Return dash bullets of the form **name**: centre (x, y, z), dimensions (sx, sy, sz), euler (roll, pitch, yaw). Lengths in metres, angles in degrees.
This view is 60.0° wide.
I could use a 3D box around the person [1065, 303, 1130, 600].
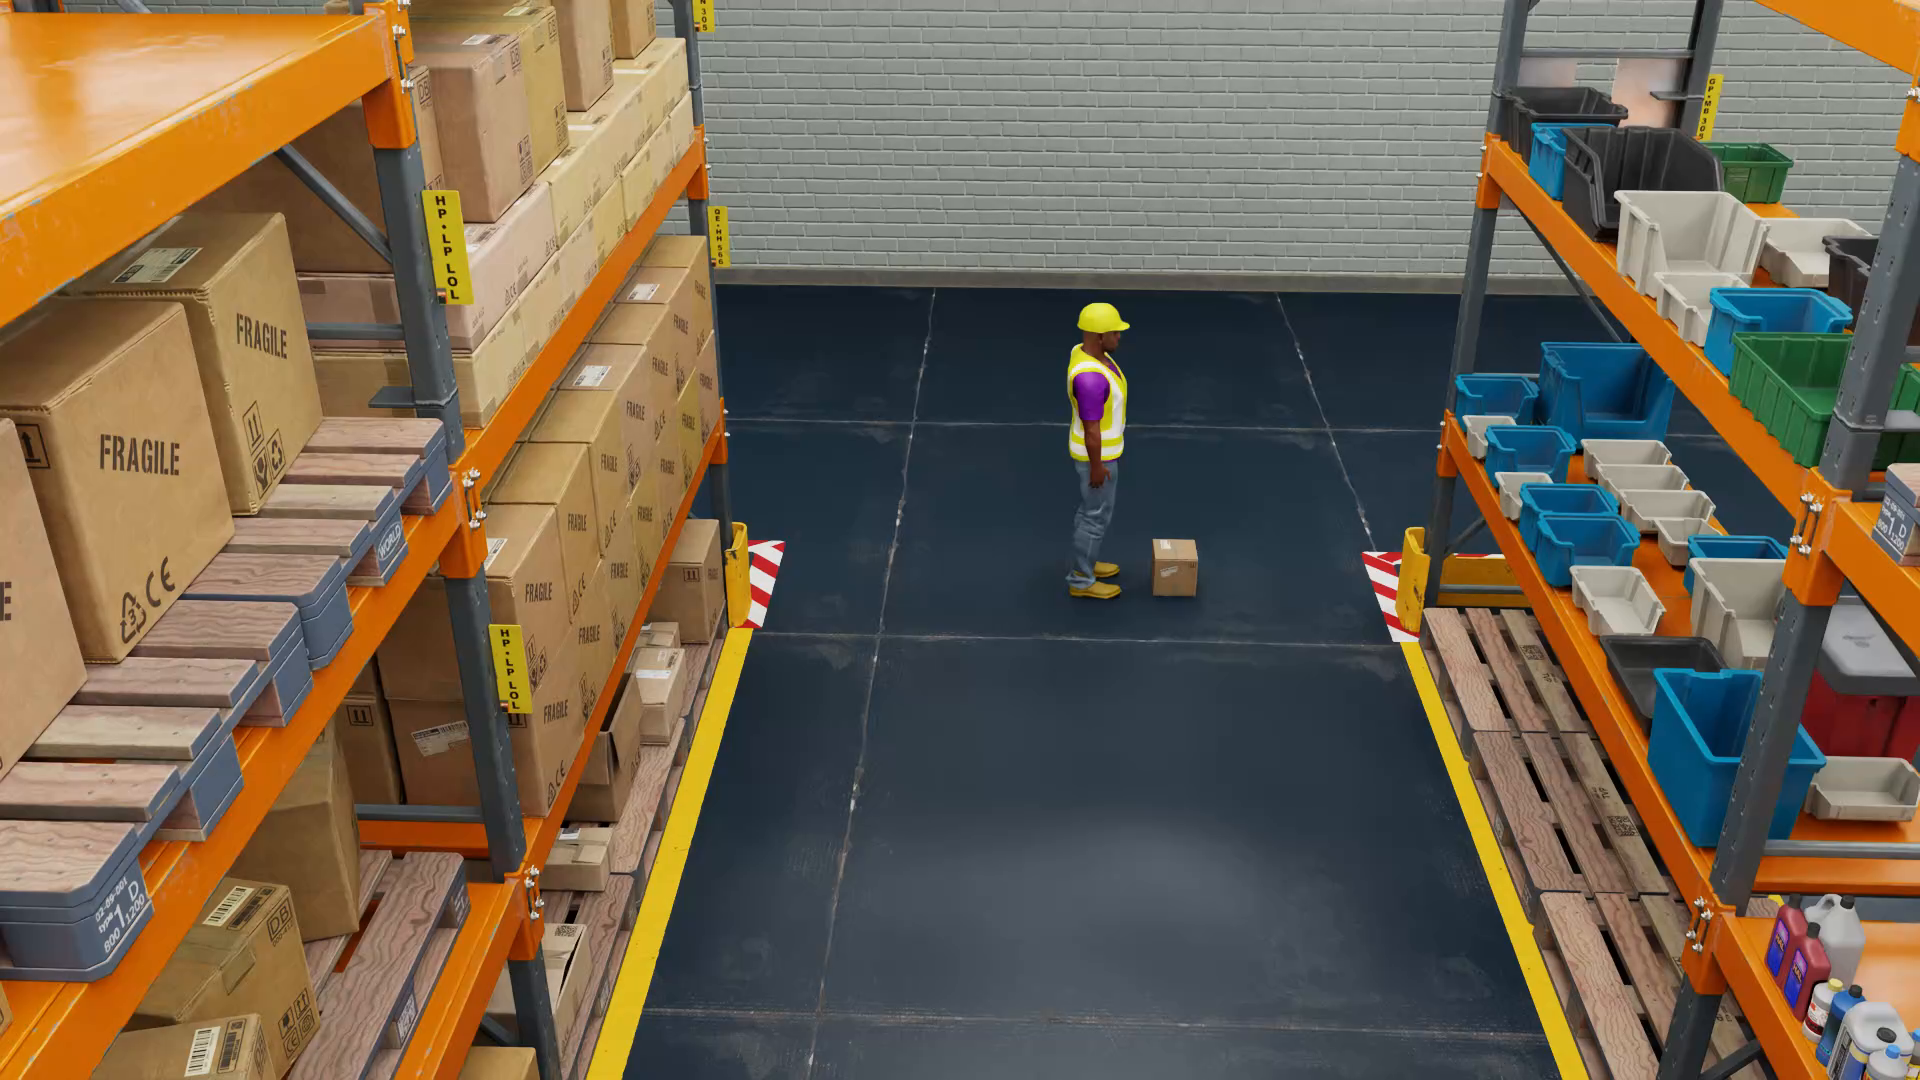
- **person**: centre (1.644, 3.027, 2.858), dimensions (2.992, 1.762, 15.653), euler (2, 28, 3)
